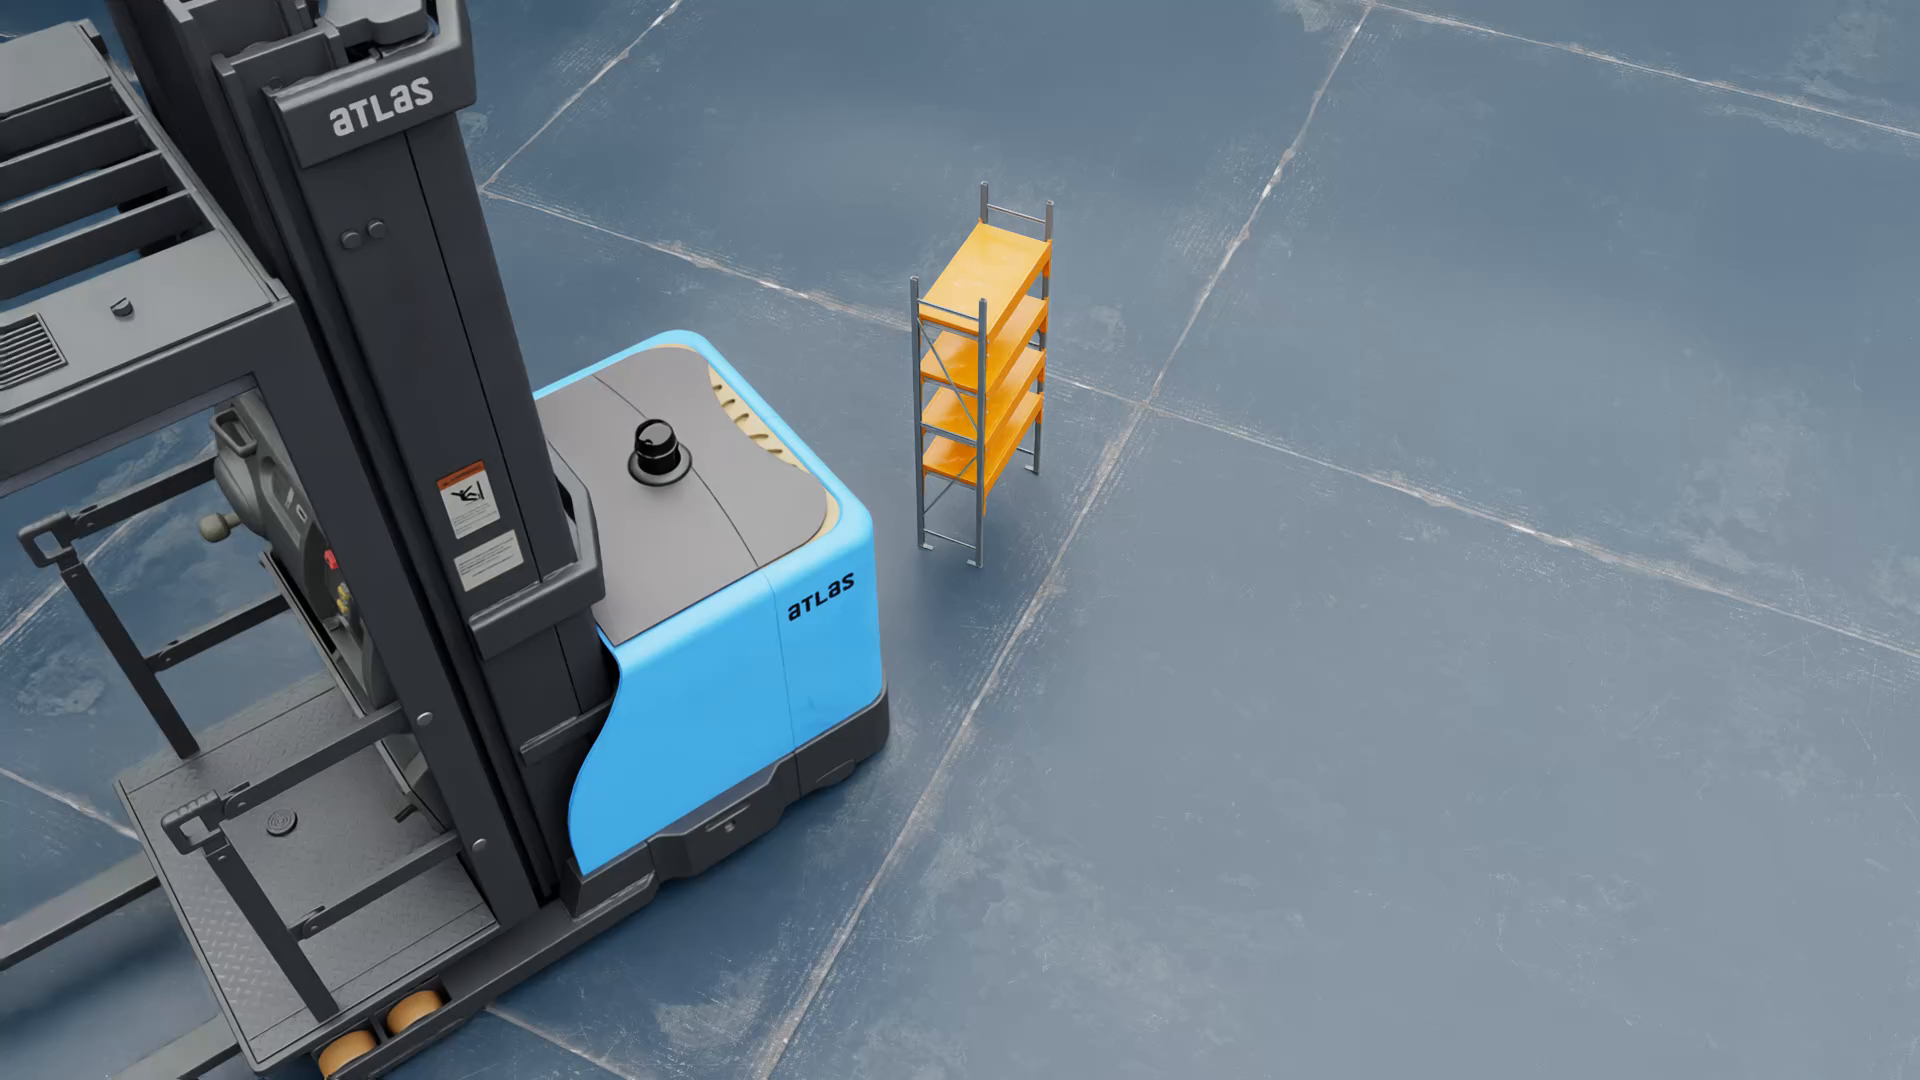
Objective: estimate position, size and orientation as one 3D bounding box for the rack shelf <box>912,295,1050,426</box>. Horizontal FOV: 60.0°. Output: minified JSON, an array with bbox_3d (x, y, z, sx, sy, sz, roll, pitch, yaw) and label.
[{"bbox_3d":[0.071,-0.604,5.271,0.258,0.148,0.480,20,52,16],"label":"rack shelf"}]

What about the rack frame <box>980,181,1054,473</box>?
[{"bbox_3d":[0.175,-0.671,5.533,0.240,1.200,0.015,20,52,16],"label":"rack frame"}]

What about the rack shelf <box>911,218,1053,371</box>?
[{"bbox_3d":[0.071,-0.757,5.091,0.258,0.148,0.480,20,52,16],"label":"rack shelf"}]

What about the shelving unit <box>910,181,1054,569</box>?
[{"bbox_3d":[0.071,-0.503,5.390,0.258,1.200,0.503,20,52,16],"label":"shelving unit"}]

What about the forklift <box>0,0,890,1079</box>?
[{"bbox_3d":[-1.702,0.068,3.768,3.031,2.935,1.130,-30,56,-23],"label":"forklift"}]

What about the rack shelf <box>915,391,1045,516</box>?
[{"bbox_3d":[0.071,-0.331,5.592,0.258,0.148,0.480,20,52,16],"label":"rack shelf"}]

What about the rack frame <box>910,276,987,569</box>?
[{"bbox_3d":[-0.034,-0.335,5.247,0.240,1.200,0.015,20,52,16],"label":"rack frame"}]

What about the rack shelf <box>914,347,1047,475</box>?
[{"bbox_3d":[0.071,-0.459,5.441,0.258,0.148,0.480,20,52,16],"label":"rack shelf"}]
